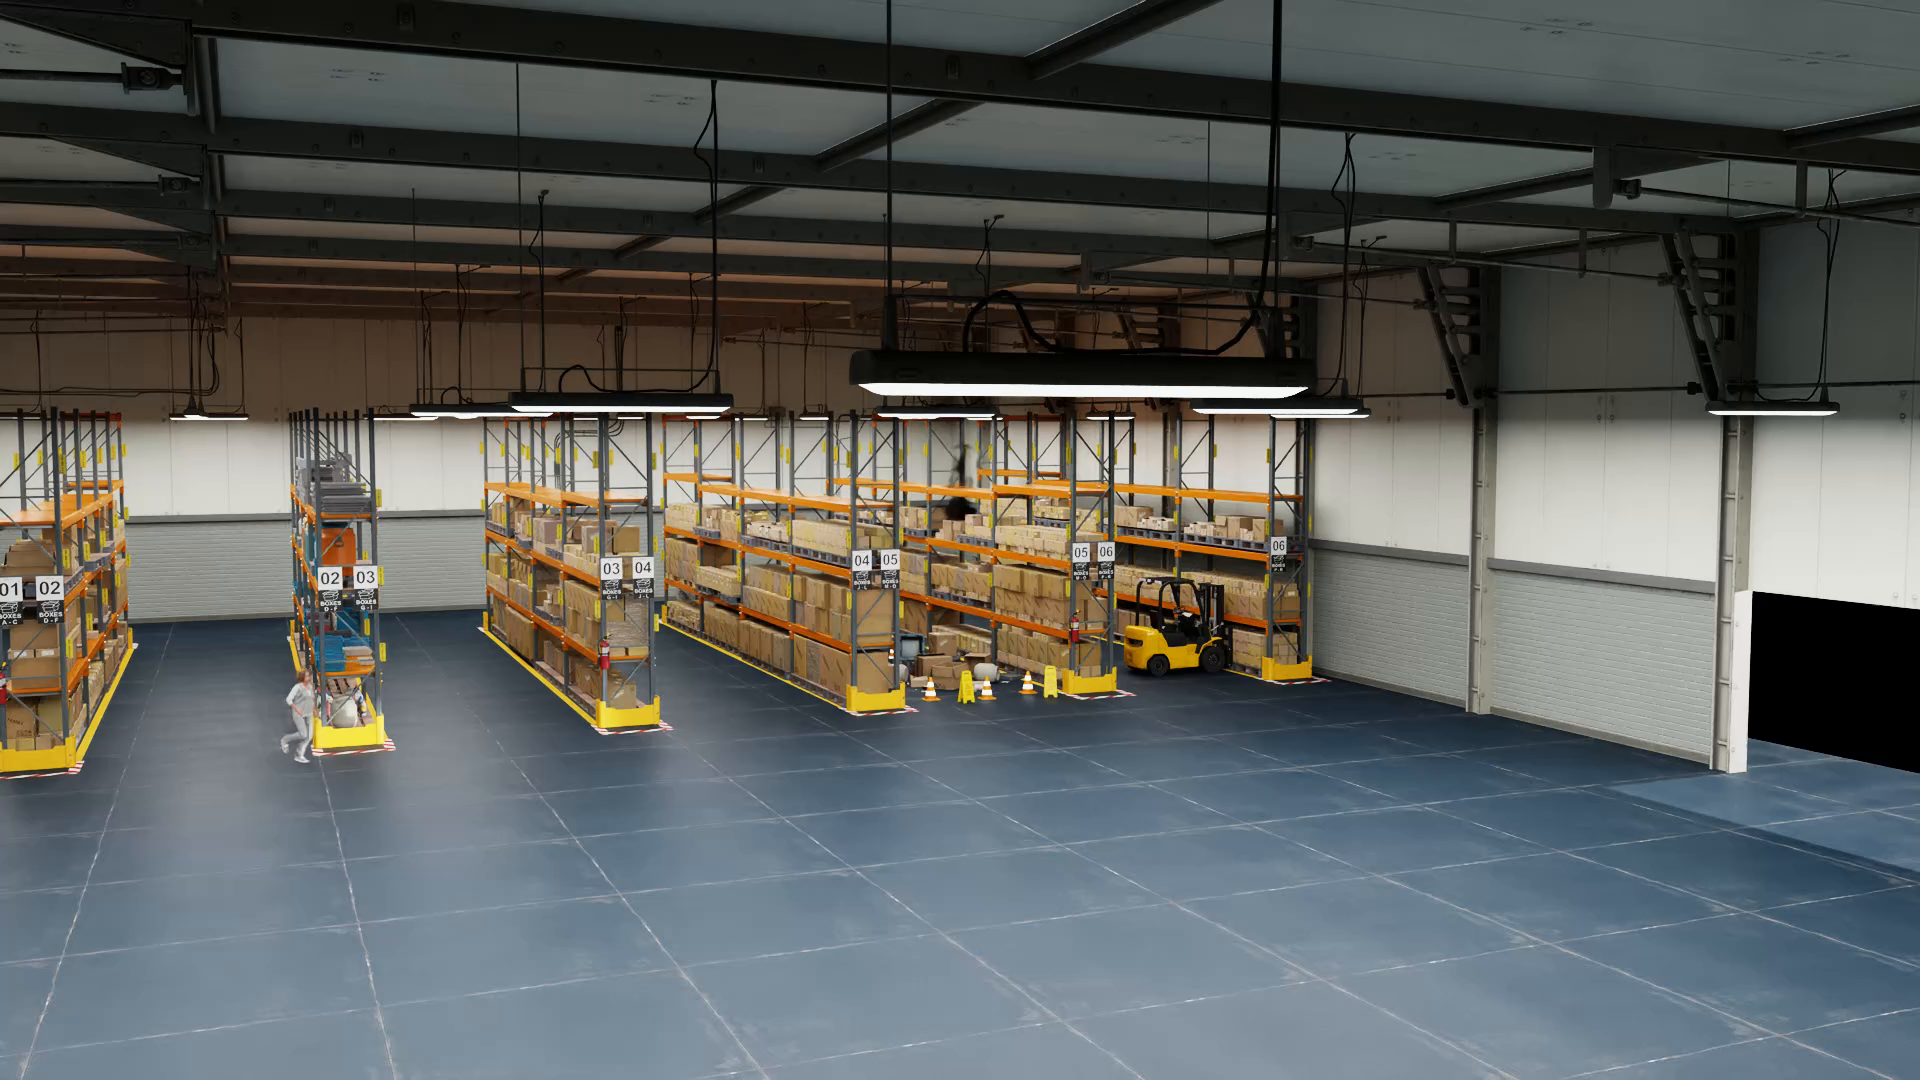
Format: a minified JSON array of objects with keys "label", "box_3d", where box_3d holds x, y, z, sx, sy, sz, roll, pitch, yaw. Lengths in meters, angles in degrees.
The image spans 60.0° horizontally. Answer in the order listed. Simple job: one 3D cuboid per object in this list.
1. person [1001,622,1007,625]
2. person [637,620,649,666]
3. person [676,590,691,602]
[{"label":"person","box_3d":[1.315,1.764,43.558,0.580,1.539,0.829,-2,4,-22]},{"label":"person","box_3d":[-7.442,2.066,39.195,0.499,1.829,0.850,-2,5,-32]},{"label":"person","box_3d":[-8.045,1.441,49.059,0.838,1.762,0.508,-1,4,-14]}]
